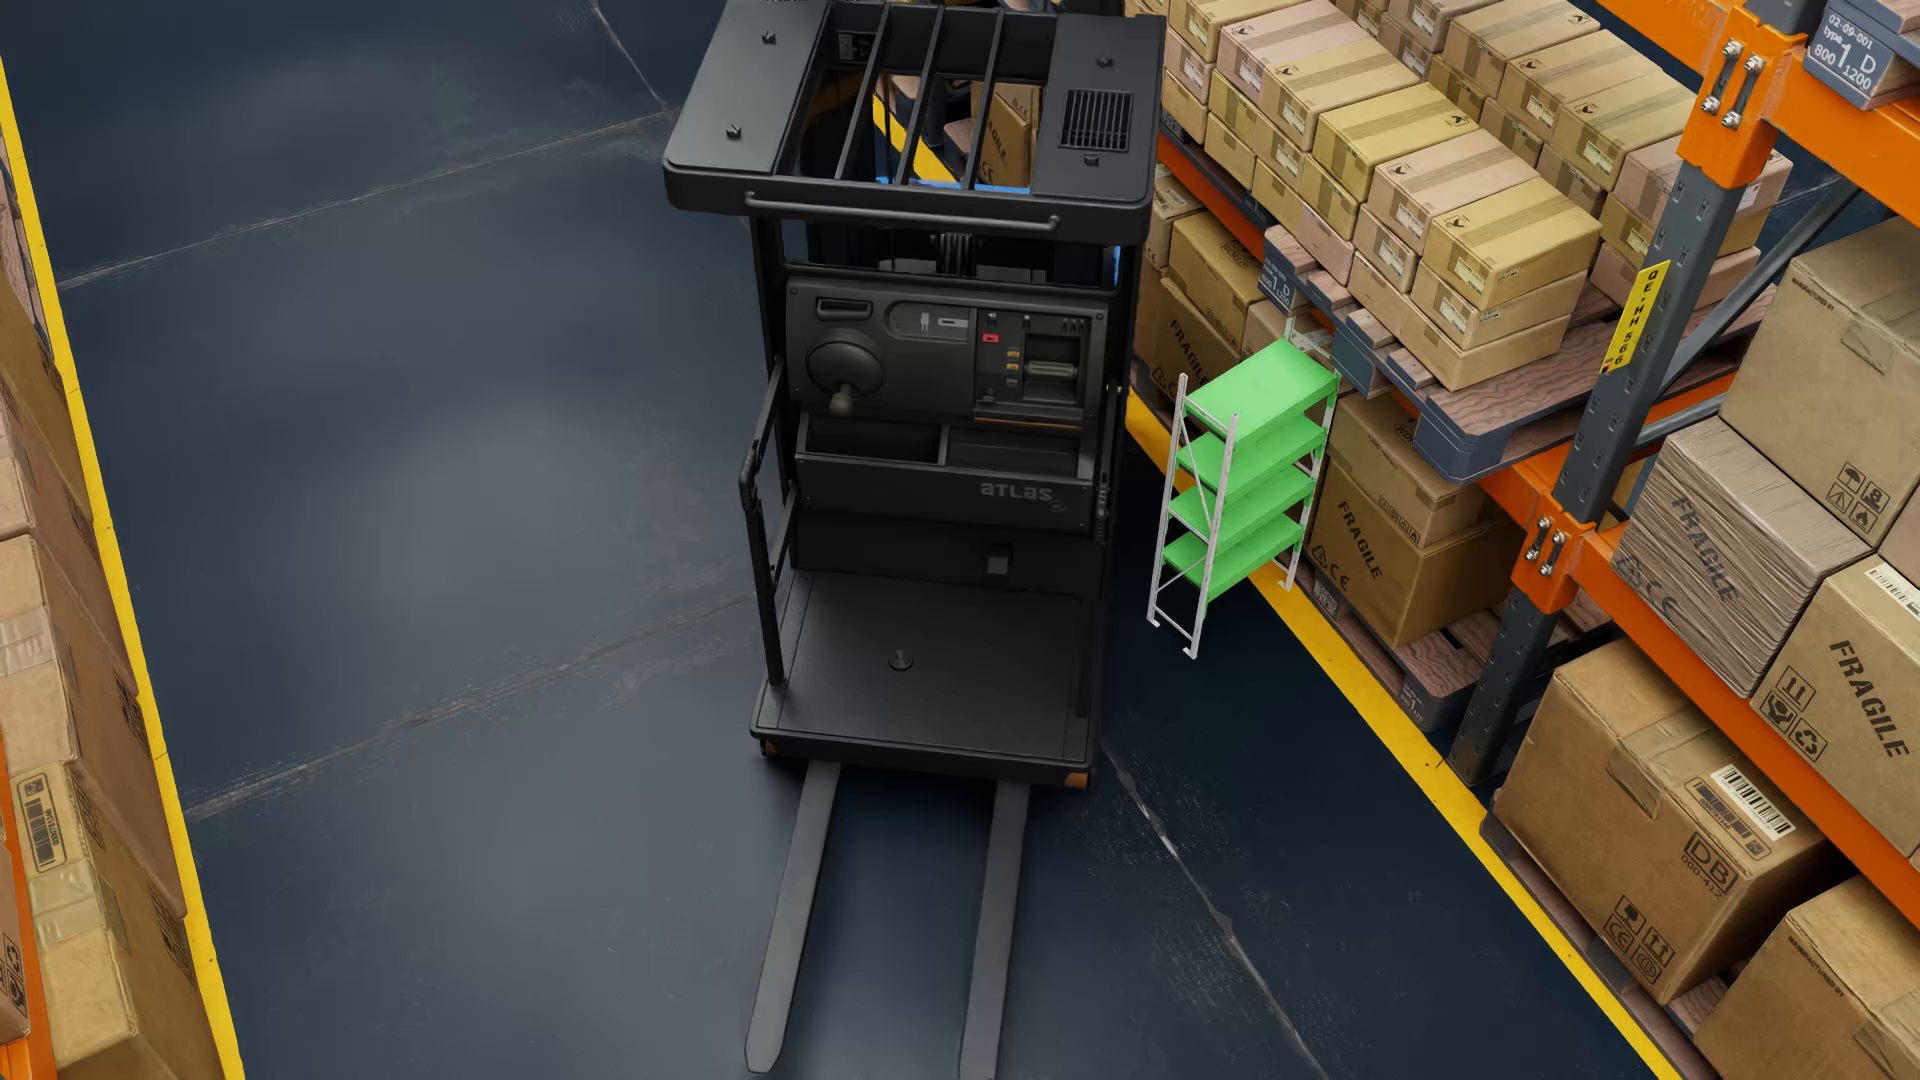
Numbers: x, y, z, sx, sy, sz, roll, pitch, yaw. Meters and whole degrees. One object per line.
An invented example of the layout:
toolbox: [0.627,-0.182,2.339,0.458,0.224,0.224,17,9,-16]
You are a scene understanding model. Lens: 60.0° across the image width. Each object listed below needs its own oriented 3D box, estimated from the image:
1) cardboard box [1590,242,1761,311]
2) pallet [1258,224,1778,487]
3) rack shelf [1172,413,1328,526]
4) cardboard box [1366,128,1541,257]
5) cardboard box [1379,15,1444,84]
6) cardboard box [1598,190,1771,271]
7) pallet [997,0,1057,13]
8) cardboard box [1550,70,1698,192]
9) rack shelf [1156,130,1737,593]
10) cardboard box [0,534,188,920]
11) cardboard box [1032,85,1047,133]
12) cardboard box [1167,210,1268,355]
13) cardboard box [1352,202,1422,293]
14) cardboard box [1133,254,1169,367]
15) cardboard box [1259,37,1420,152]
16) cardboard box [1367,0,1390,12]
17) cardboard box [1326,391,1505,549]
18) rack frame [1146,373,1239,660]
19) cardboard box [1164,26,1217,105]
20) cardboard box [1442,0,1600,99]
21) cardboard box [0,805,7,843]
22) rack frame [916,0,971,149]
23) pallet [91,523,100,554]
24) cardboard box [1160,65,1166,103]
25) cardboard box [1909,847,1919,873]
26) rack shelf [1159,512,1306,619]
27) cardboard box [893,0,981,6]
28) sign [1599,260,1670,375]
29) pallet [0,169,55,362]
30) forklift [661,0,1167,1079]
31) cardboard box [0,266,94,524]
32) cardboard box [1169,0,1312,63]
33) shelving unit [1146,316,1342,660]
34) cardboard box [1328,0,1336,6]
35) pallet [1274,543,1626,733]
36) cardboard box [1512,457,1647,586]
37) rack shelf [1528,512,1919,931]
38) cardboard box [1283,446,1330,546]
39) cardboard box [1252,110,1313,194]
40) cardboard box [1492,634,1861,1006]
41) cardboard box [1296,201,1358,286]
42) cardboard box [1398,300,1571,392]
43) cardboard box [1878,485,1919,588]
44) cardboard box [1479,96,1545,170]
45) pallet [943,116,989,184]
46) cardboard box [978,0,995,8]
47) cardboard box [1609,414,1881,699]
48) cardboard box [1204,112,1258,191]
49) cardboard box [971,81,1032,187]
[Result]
cardboard box: [2.079,-0.796,4.842,0.380,0.149,0.250,-22,52,-18]
pallet: [1.684,-0.749,5.040,1.213,0.211,1.003,-21,52,-18]
rack shelf: [0.944,-0.278,5.462,0.480,0.148,0.258,-32,56,-25]
cardboard box: [1.360,-0.962,4.592,0.380,0.149,0.250,-22,52,-18]
cardboard box: [1.582,-1.612,5.357,0.380,0.149,0.250,-21,52,-17]
cardboard box: [2.062,-0.918,4.750,0.380,0.149,0.250,-19,52,-16]
pallet: [0.495,-2.424,6.505,1.003,0.211,1.213,-21,52,-18]
cardboard box: [1.940,-1.178,4.780,0.380,0.149,0.250,-22,53,-18]
rack shelf: [1.189,-1.474,6.024,1.077,0.370,4.000,-21,52,-18]
cardboard box: [-3.050,0.762,4.723,1.225,0.875,0.875,-21,52,-17]
cardboard box: [0.623,-1.670,6.601,0.500,0.250,0.500,-20,52,-17]
cardboard box: [1.099,-0.981,5.999,0.500,0.250,0.500,-20,52,-17]
cardboard box: [1.350,-0.877,4.715,0.380,0.149,0.250,-19,52,-16]
cardboard box: [0.872,-1.079,6.583,0.500,0.500,0.500,-20,52,-17]
cardboard box: [1.114,-1.315,4.900,0.380,0.149,0.250,-20,52,-16]
cardboard box: [1.463,-1.878,5.393,0.380,0.149,0.250,-20,52,-16]
cardboard box: [1.559,-0.302,5.404,0.500,0.250,0.500,-22,52,-18]
rack frame: [0.755,-0.045,5.492,0.015,1.200,0.240,-32,56,-25]
cardboard box: [0.882,-1.562,5.313,0.380,0.149,0.250,-20,52,-17]
cardboard box: [1.711,-1.521,5.081,0.380,0.149,0.250,-23,53,-19]
cardboard box: [-2.570,0.473,3.777,0.500,0.500,0.500,-22,53,-18]
rack frame: [0.274,-3.049,6.924,1.000,3.000,0.127,-21,52,-18]
pallet: [-3.762,0.000,6.110,1.003,0.211,1.213,-21,52,-18]
cardboard box: [0.760,-1.641,5.580,0.380,0.149,0.250,-23,53,-19]
cardboard box: [2.536,0.666,3.609,0.500,0.500,0.500,-21,52,-18]
rack shelf: [0.944,0.038,5.823,0.480,0.148,0.258,-32,56,-25]
cardboard box: [-0.120,-2.593,7.745,0.380,0.149,0.250,-20,52,-17]
sign: [1.626,-0.534,4.007,0.100,0.325,0.005,-21,52,-18]
pallet: [-4.461,-1.026,7.007,1.003,0.211,1.213,-21,52,-18]
forklift: [-0.069,-0.429,4.678,1.130,2.935,3.031,6,49,5]
cardboard box: [-3.872,-0.426,5.762,1.225,0.875,0.875,-21,52,-17]
cardboard box: [0.883,-1.660,5.201,0.380,0.149,0.250,-19,51,-16]
shelving unit: [0.944,-0.162,5.594,0.503,1.200,0.258,-32,56,-25]
cardboard box: [1.344,-1.959,5.661,0.380,0.149,0.250,-19,52,-16]
pallet: [1.748,0.023,6.090,1.003,0.211,1.213,-21,52,-18]
cardboard box: [2.008,-0.248,5.856,0.500,0.500,0.500,-23,53,-19]
rack shelf: [3.020,1.204,3.682,1.077,0.370,4.000,-21,52,-18]
cardboard box: [1.337,-0.386,5.977,0.500,0.500,0.500,-19,52,-16]
cardboard box: [1.113,-1.220,5.015,0.380,0.149,0.250,-21,52,-17]
cardboard box: [2.303,0.669,4.888,1.050,0.750,0.750,-22,52,-18]
cardboard box: [1.240,-0.938,4.966,0.380,0.149,0.250,-20,52,-17]
cardboard box: [1.470,-0.599,4.669,0.380,0.149,0.250,-20,52,-17]
cardboard box: [2.534,-0.092,3.607,0.700,0.500,0.500,-22,52,-18]
cardboard box: [1.811,-1.276,5.064,0.380,0.149,0.250,-23,53,-19]
pallet: [0.632,-1.610,7.518,1.003,0.211,1.213,-21,52,-18]
cardboard box: [0.272,-2.781,8.305,0.380,0.149,0.250,-20,52,-16]
cardboard box: [2.070,-0.011,4.201,0.500,0.500,0.500,-21,52,-17]
cardboard box: [1.005,-1.286,5.270,0.380,0.149,0.250,-23,53,-19]
cardboard box: [0.377,-1.778,7.194,0.500,0.500,0.500,-19,52,-16]
